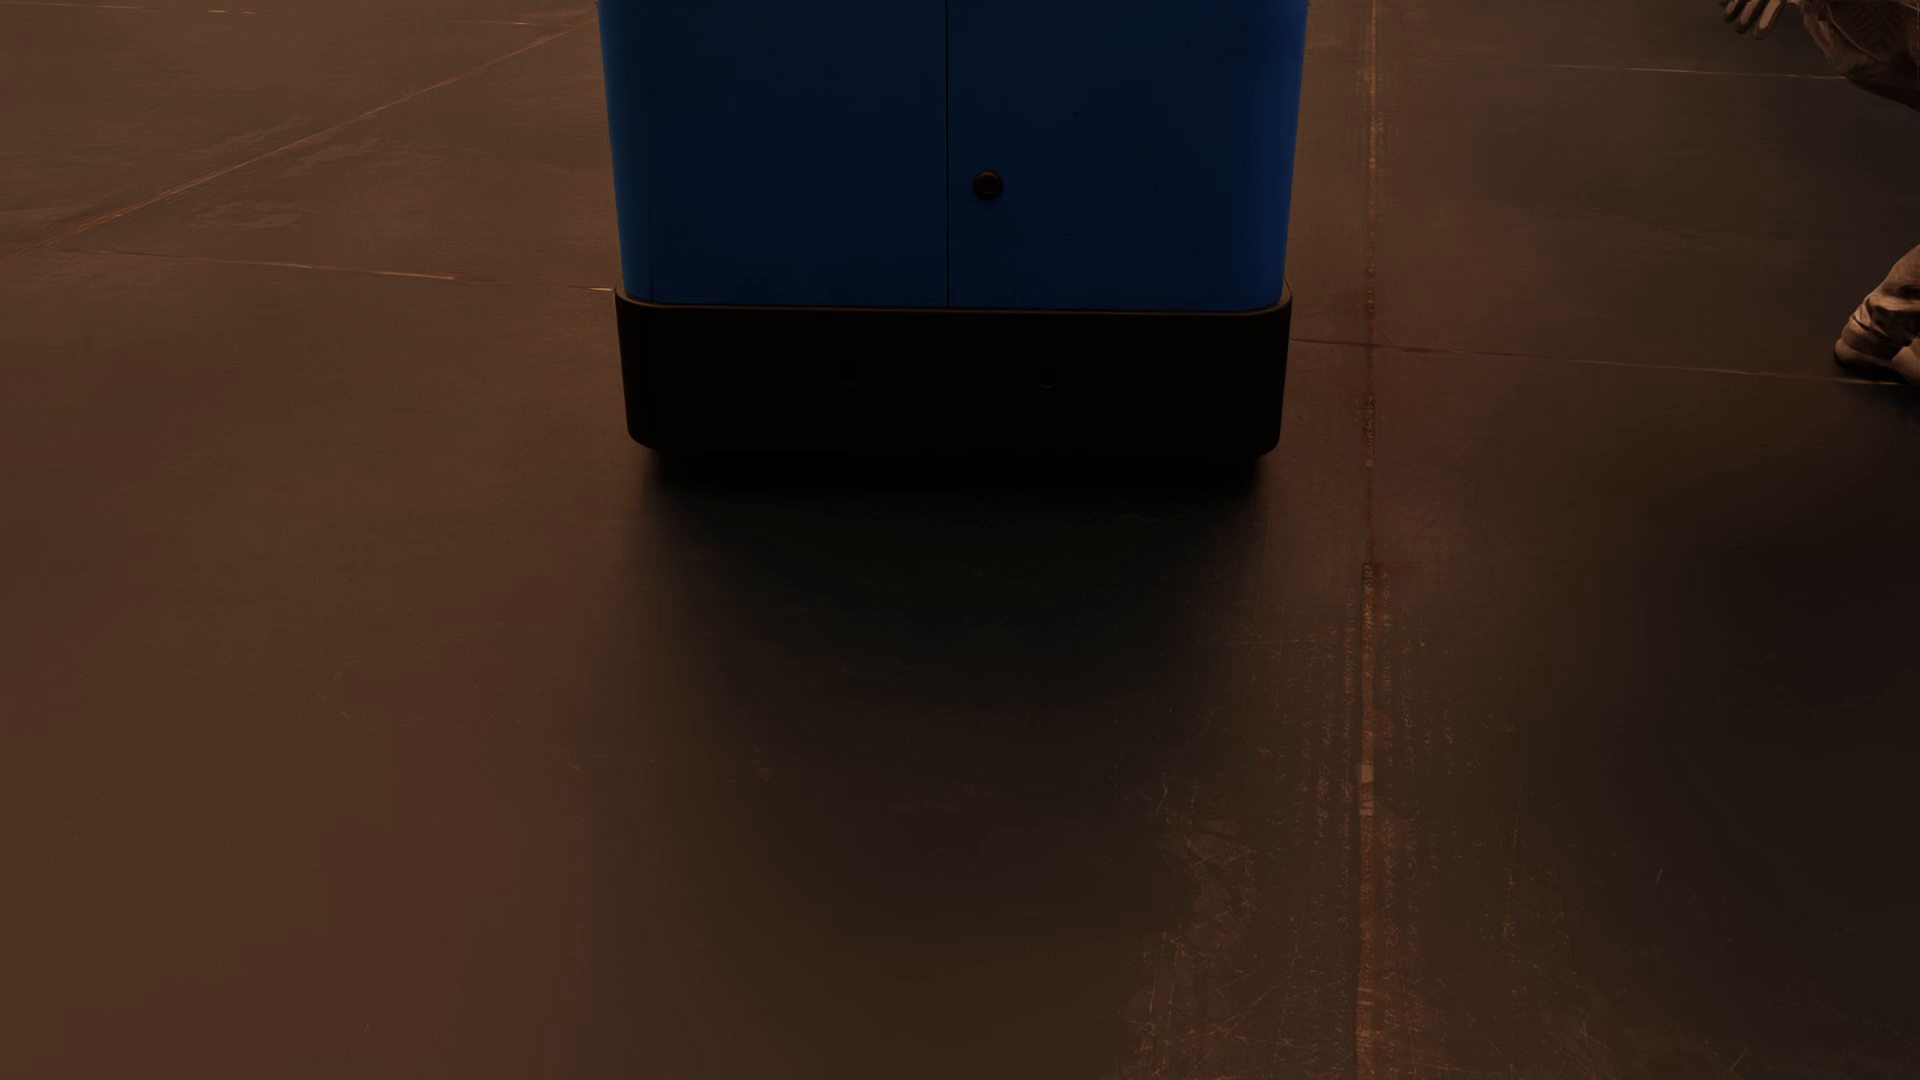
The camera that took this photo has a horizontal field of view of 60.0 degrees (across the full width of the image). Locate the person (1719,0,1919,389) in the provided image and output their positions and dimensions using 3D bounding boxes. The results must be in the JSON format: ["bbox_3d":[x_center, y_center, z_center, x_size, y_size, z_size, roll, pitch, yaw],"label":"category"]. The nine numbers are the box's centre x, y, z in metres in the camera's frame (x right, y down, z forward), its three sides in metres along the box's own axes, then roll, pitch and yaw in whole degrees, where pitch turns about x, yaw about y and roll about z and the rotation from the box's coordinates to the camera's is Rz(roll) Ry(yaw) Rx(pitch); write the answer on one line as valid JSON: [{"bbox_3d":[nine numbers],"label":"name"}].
[{"bbox_3d":[1.664,-0.858,2.546,0.822,1.539,0.719,-22,34,-36],"label":"person"}]

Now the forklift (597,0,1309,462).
[{"bbox_3d":[0.048,-2.054,3.318,1.130,2.935,3.031,1,27,2],"label":"forklift"}]
